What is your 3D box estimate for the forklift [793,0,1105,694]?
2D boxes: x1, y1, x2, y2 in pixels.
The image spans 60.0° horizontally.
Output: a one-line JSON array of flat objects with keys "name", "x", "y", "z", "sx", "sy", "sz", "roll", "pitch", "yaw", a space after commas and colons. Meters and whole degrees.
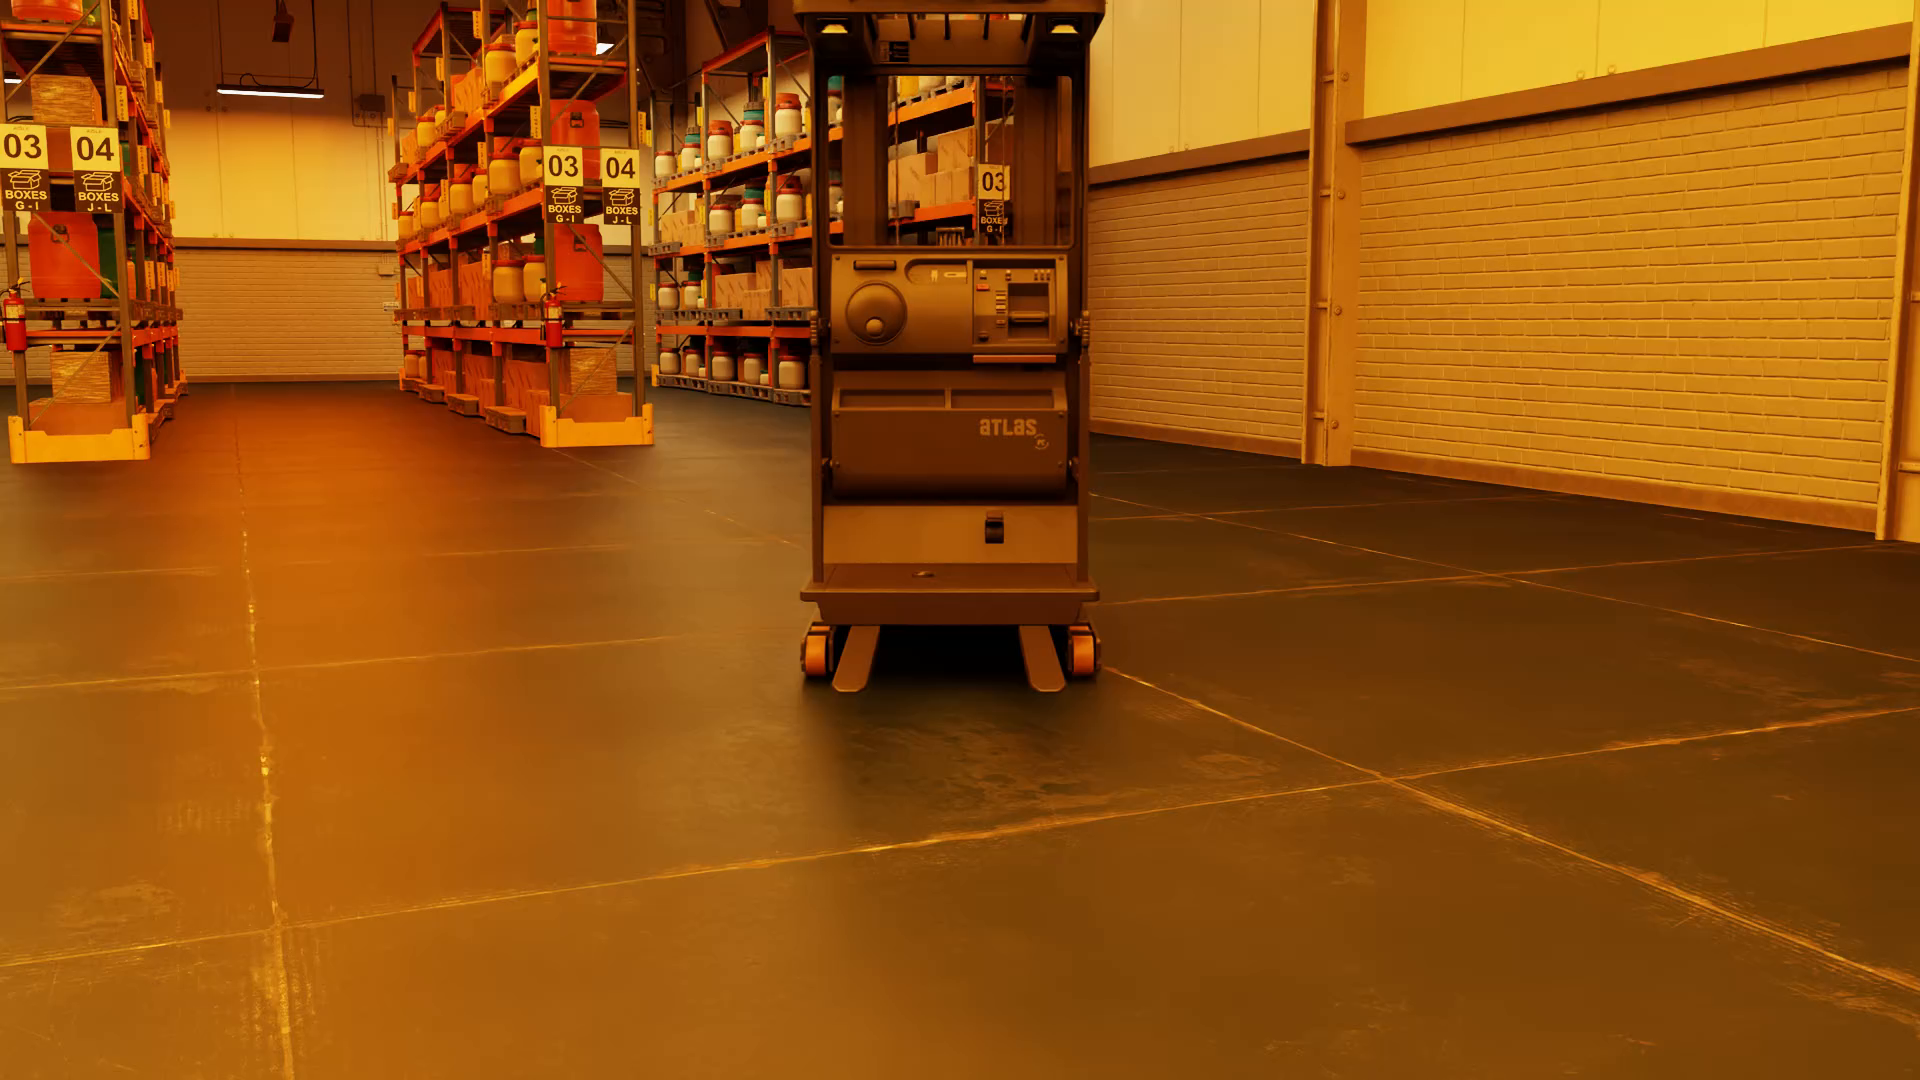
[{"name": "forklift", "x": -0.038, "y": -0.975, "z": 6.336, "sx": 1.130, "sy": 2.935, "sz": 3.031, "roll": 0, "pitch": 8, "yaw": 0}]
